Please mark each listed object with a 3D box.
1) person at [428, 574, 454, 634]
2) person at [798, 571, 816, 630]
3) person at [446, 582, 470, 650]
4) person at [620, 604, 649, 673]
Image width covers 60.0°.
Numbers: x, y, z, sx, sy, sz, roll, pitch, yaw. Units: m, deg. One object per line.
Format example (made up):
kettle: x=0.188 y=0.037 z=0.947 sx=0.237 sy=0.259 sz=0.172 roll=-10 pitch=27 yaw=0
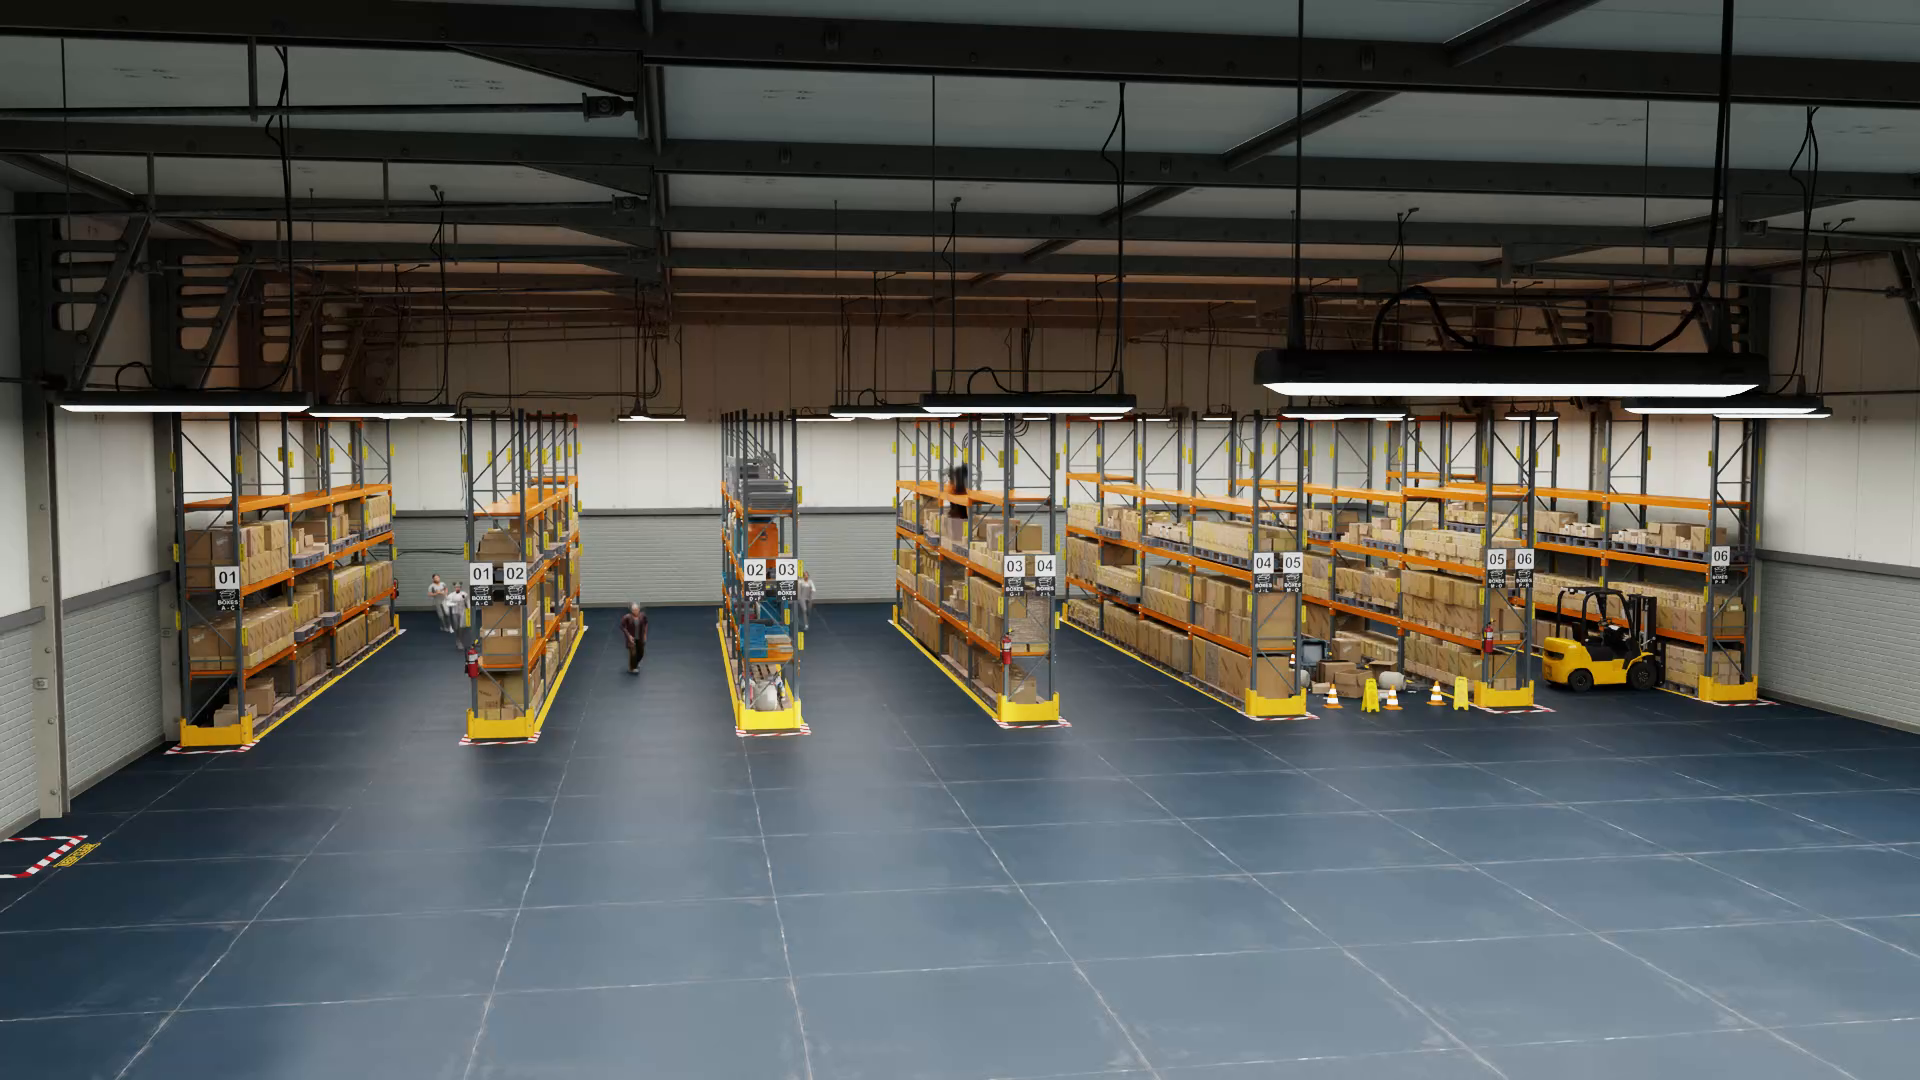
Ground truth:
person: x=-14.242 y=1.728 z=45.509 sx=0.628 sy=1.639 sz=0.719 roll=-2 pitch=4 yaw=-27
person: x=-4.292 y=1.671 z=46.352 sx=0.537 sy=1.593 sz=0.887 roll=-1 pitch=4 yaw=-17
person: x=-12.796 y=1.912 z=42.439 sx=0.561 sy=1.740 sz=0.846 roll=-1 pitch=4 yaw=-9
person: x=-7.484 y=2.245 z=38.167 sx=0.717 sy=1.626 sz=0.871 roll=-3 pitch=5 yaw=-35
